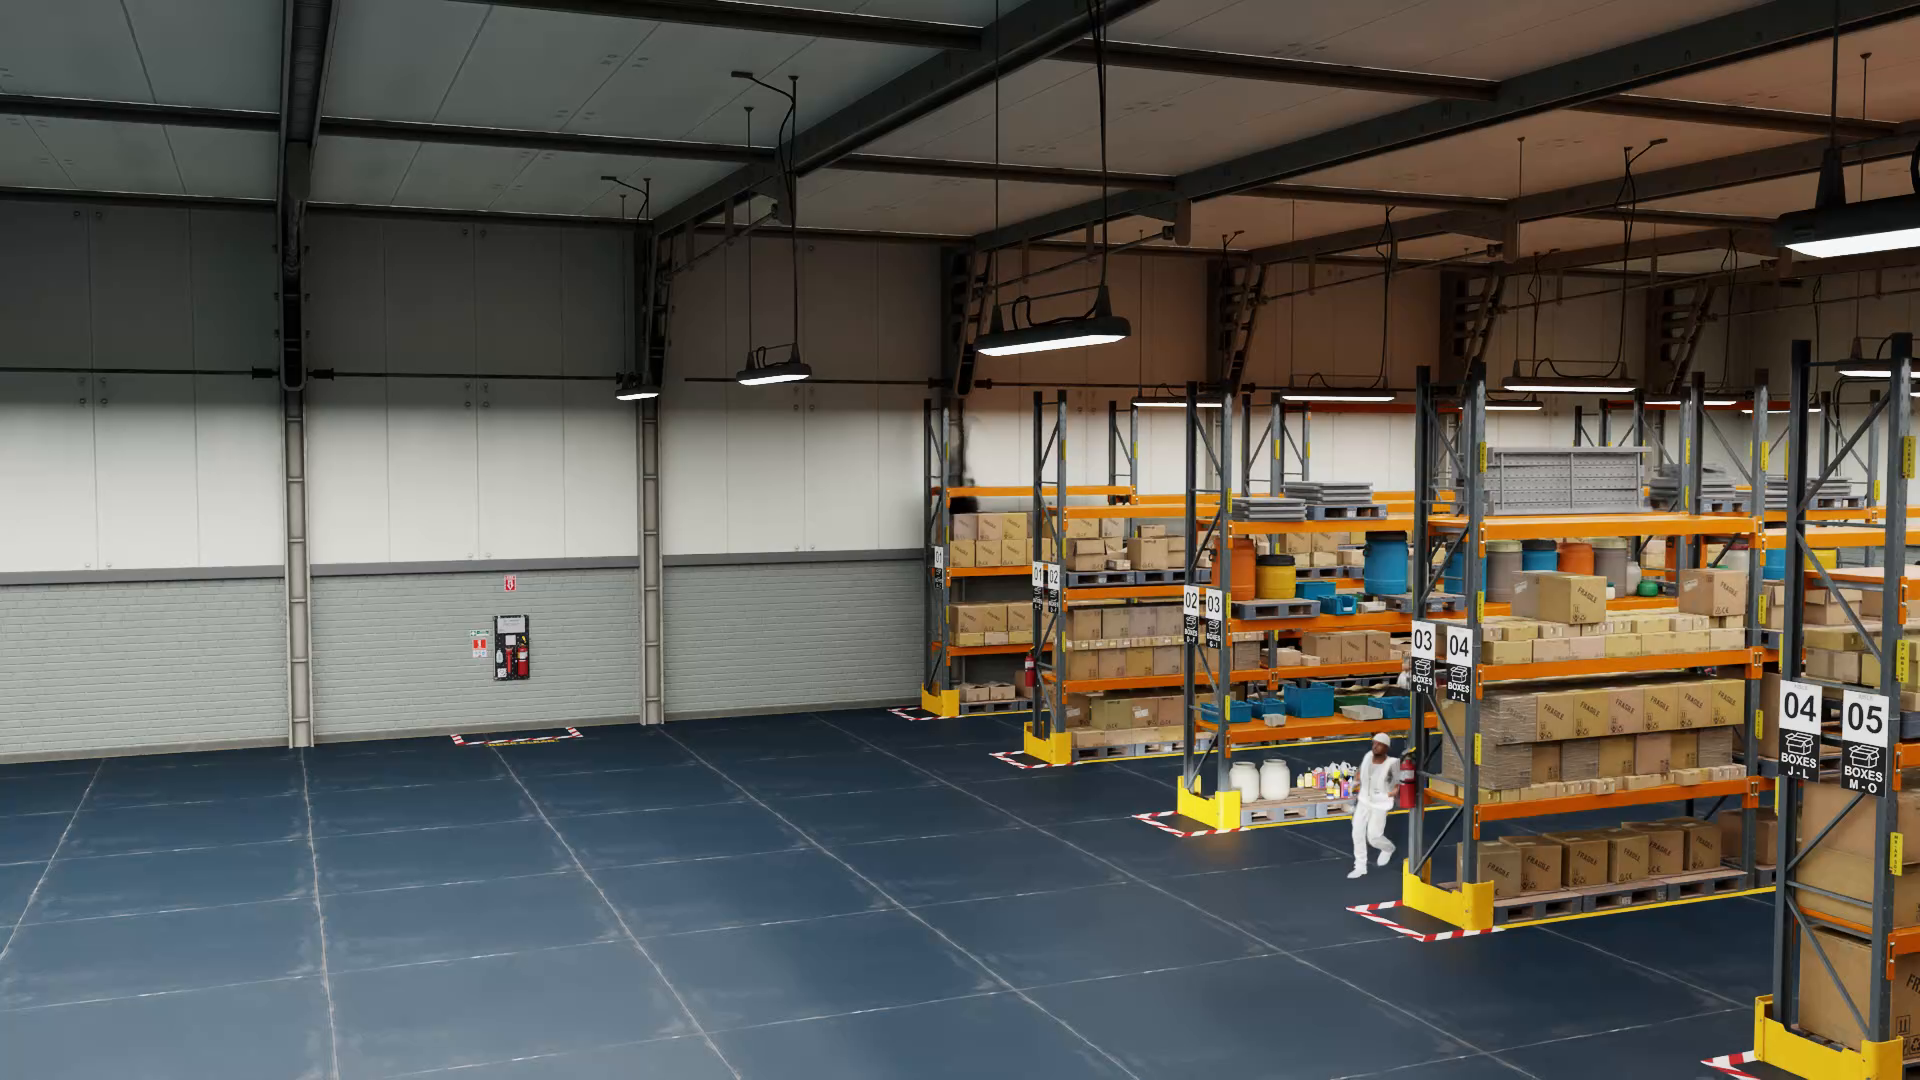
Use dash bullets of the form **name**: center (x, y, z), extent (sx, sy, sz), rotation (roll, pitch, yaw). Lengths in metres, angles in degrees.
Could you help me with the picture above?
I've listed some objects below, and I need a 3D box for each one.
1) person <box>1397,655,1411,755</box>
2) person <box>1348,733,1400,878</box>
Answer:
- **person**: center (7.402, 2.722, 27.478), extent (0.567, 1.668, 0.597), rotation (-2, 4, -30)
- **person**: center (4.984, 3.147, 19.782), extent (0.702, 1.739, 0.730), rotation (-3, 4, -37)
